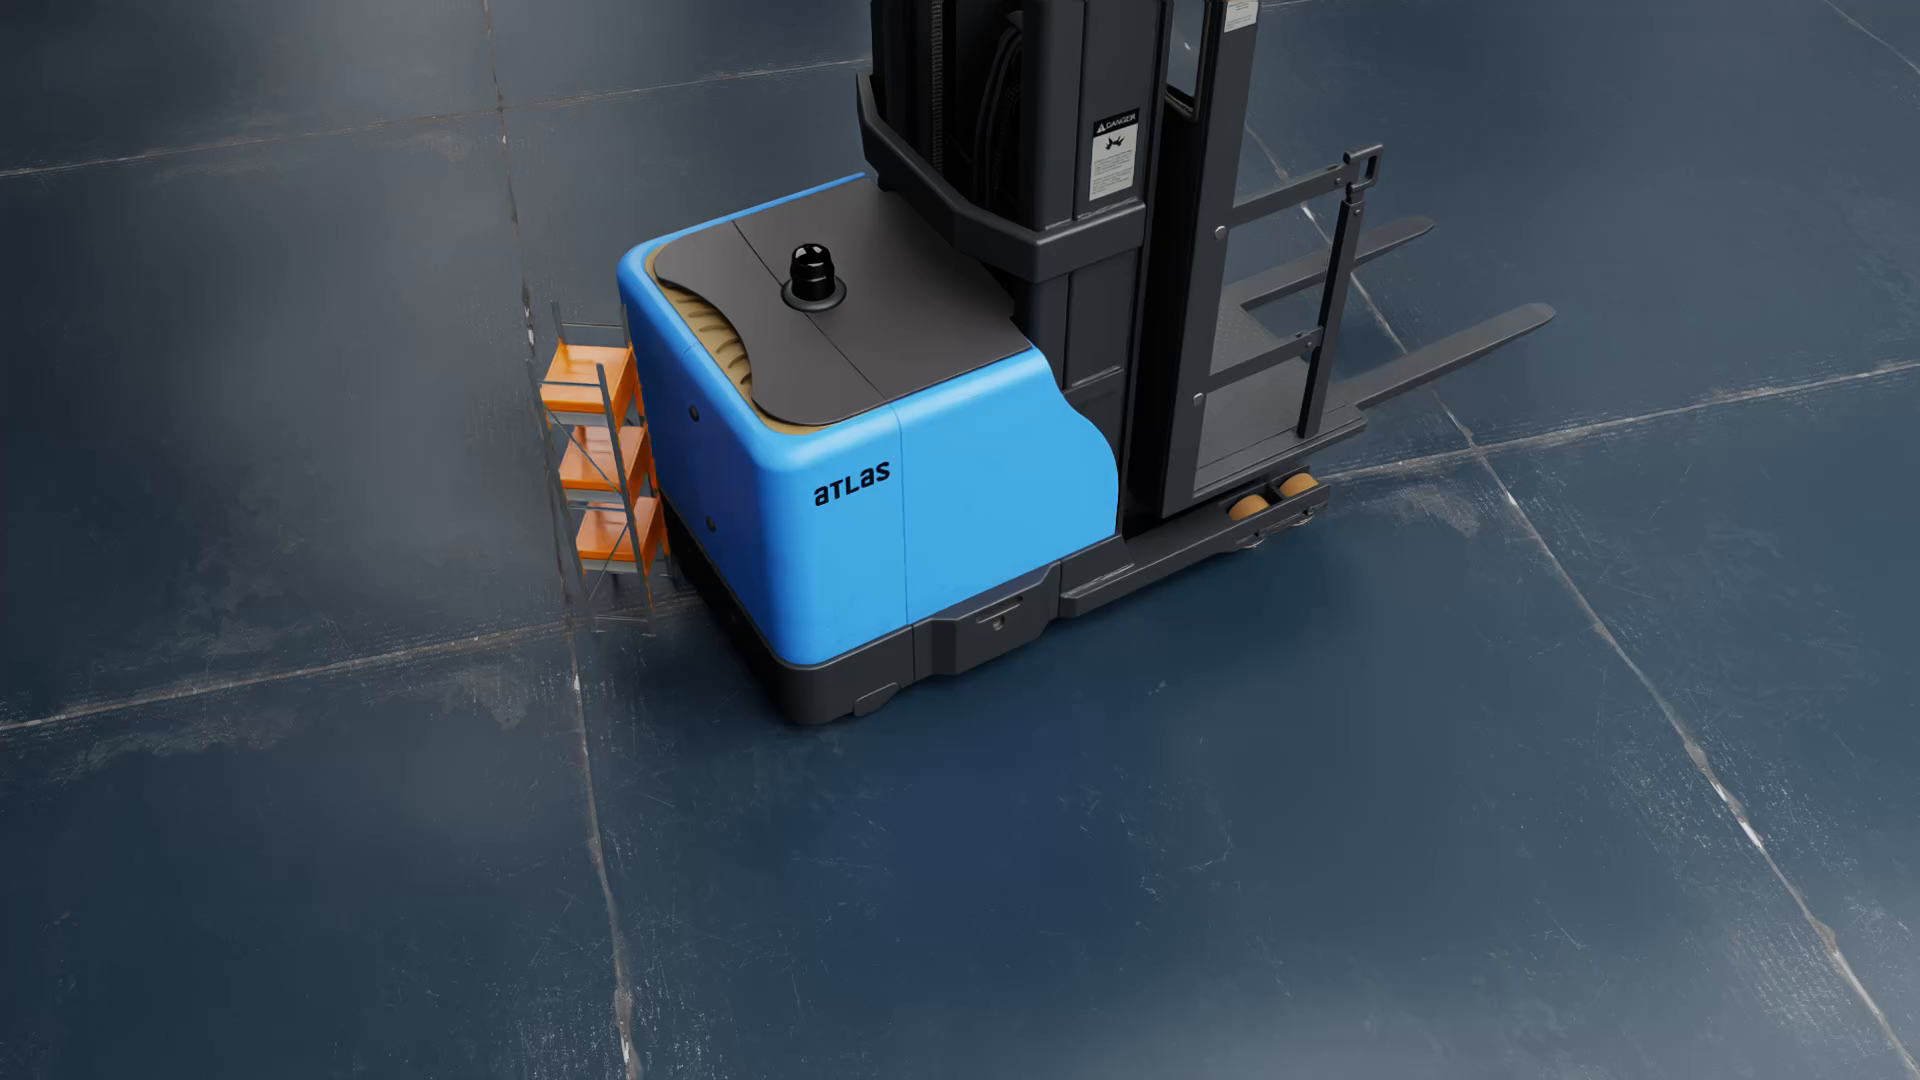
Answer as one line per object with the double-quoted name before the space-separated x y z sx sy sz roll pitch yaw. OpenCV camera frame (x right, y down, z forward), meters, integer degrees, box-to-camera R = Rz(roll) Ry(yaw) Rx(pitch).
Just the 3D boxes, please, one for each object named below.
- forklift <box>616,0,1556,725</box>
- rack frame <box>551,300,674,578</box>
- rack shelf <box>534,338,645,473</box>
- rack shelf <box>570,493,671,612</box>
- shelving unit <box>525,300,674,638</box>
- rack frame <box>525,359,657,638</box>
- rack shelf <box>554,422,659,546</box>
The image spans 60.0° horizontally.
"forklift" 0.578 -1.304 4.476 3.031 2.935 1.130 -23 50 -21
"rack frame" -0.982 -0.259 4.768 0.200 1.050 0.008 4 46 4
"rack shelf" -0.994 -0.363 4.488 0.215 0.259 0.240 4 46 4
"rack shelf" -0.994 0.030 4.889 0.215 0.259 0.240 4 46 4
"shelving unit" -0.994 -0.172 4.683 0.215 1.050 0.252 4 46 4
"rack frame" -1.005 -0.085 4.598 0.200 1.050 0.008 4 46 4
"rack shelf" -0.994 -0.164 4.691 0.215 0.259 0.240 4 46 4
